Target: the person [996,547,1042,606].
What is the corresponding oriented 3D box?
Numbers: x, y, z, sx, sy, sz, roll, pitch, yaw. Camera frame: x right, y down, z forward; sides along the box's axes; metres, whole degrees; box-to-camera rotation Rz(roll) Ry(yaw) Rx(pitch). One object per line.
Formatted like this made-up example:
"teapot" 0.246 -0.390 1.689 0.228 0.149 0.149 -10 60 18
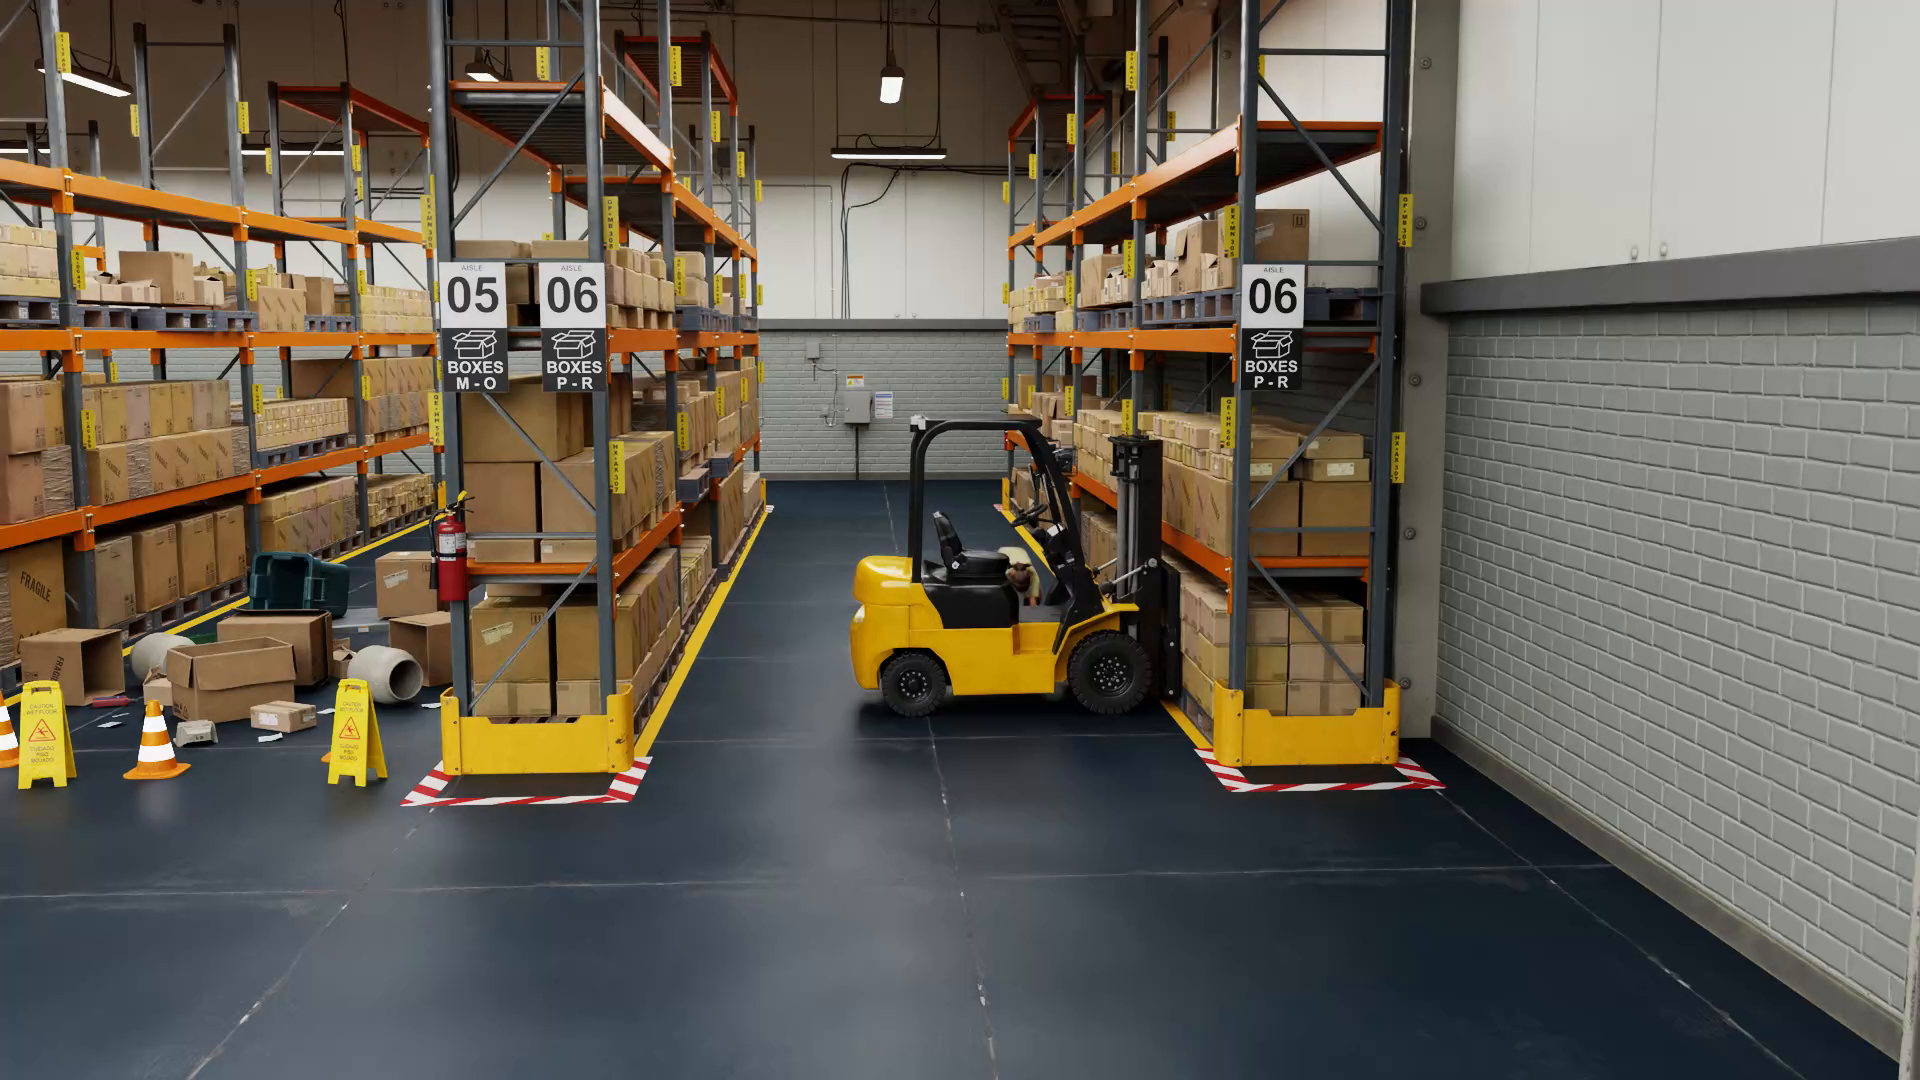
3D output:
"person" 0.526 0.494 15.393 0.468 0.818 0.860 -1 7 -6
